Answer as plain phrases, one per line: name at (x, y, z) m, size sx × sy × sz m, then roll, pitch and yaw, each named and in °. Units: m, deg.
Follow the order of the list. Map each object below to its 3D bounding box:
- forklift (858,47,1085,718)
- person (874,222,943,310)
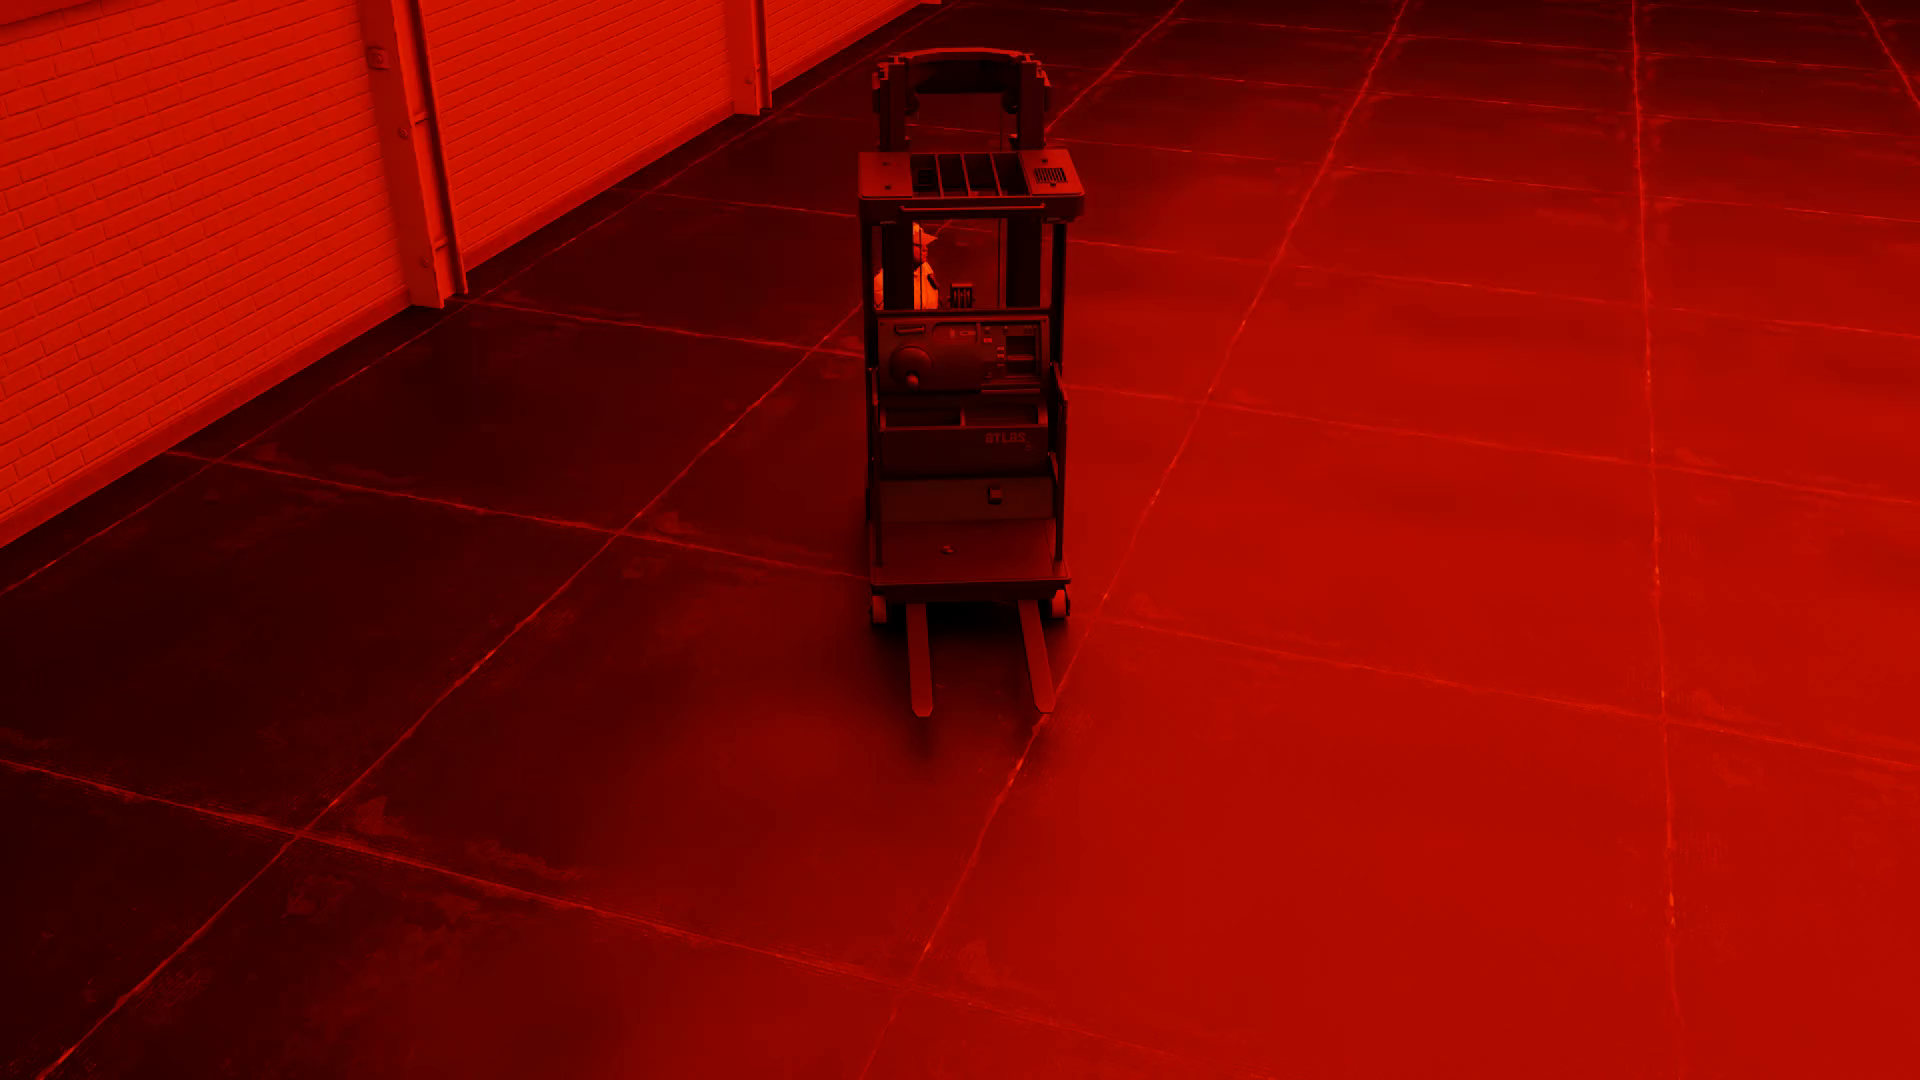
forklift at (0.035, -0.972, 8.842) m, size 1.130 × 2.935 × 3.031 m, roll -2°, pitch 30°, yaw -3°
person at (-0.253, -1.139, 10.397) m, size 0.529 × 1.670 × 0.598 m, roll 22°, pitch 36°, yaw 34°
